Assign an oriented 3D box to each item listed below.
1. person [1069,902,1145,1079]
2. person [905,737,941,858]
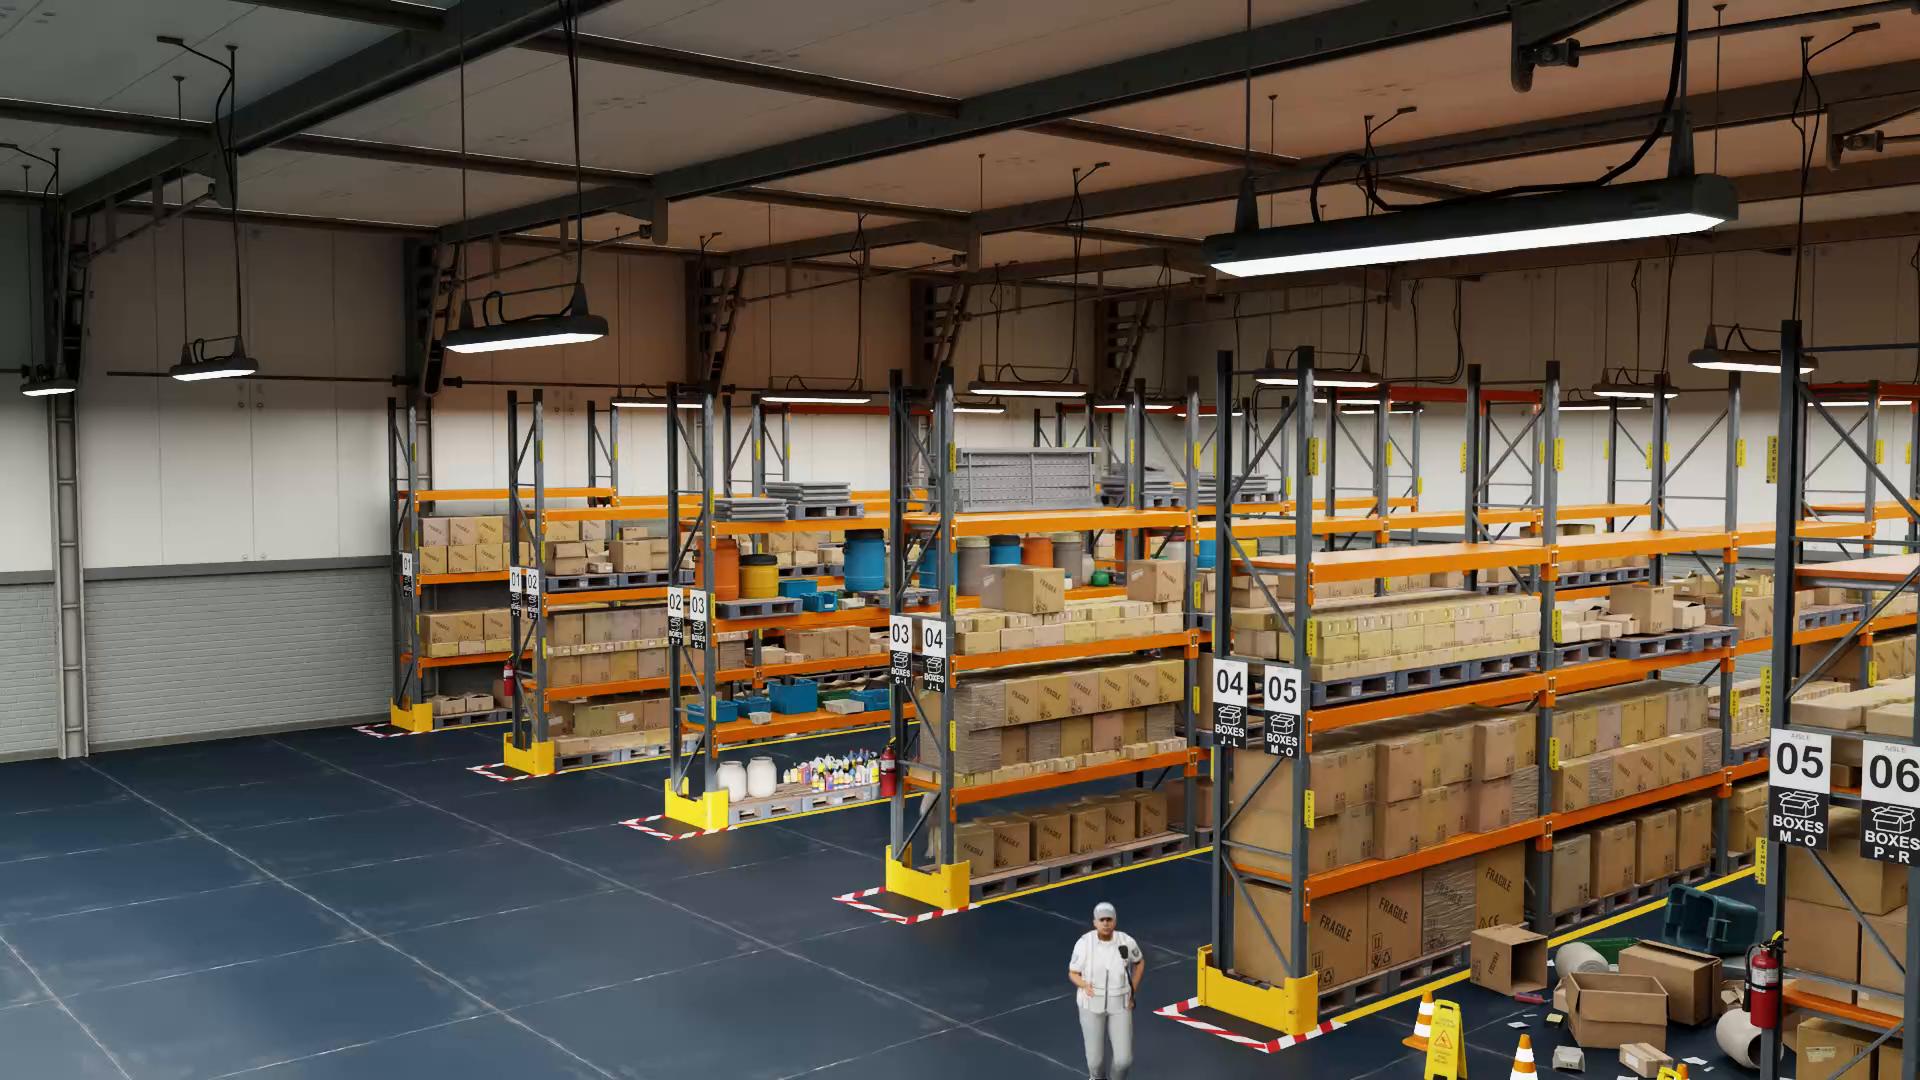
[{"bbox_3d":[1.127,3.599,12.710,0.591,1.638,0.576,0,3,3],"label":"person"},{"bbox_3d":[-0.332,3.095,20.941,0.821,1.776,0.606,-2,4,-36],"label":"person"}]
